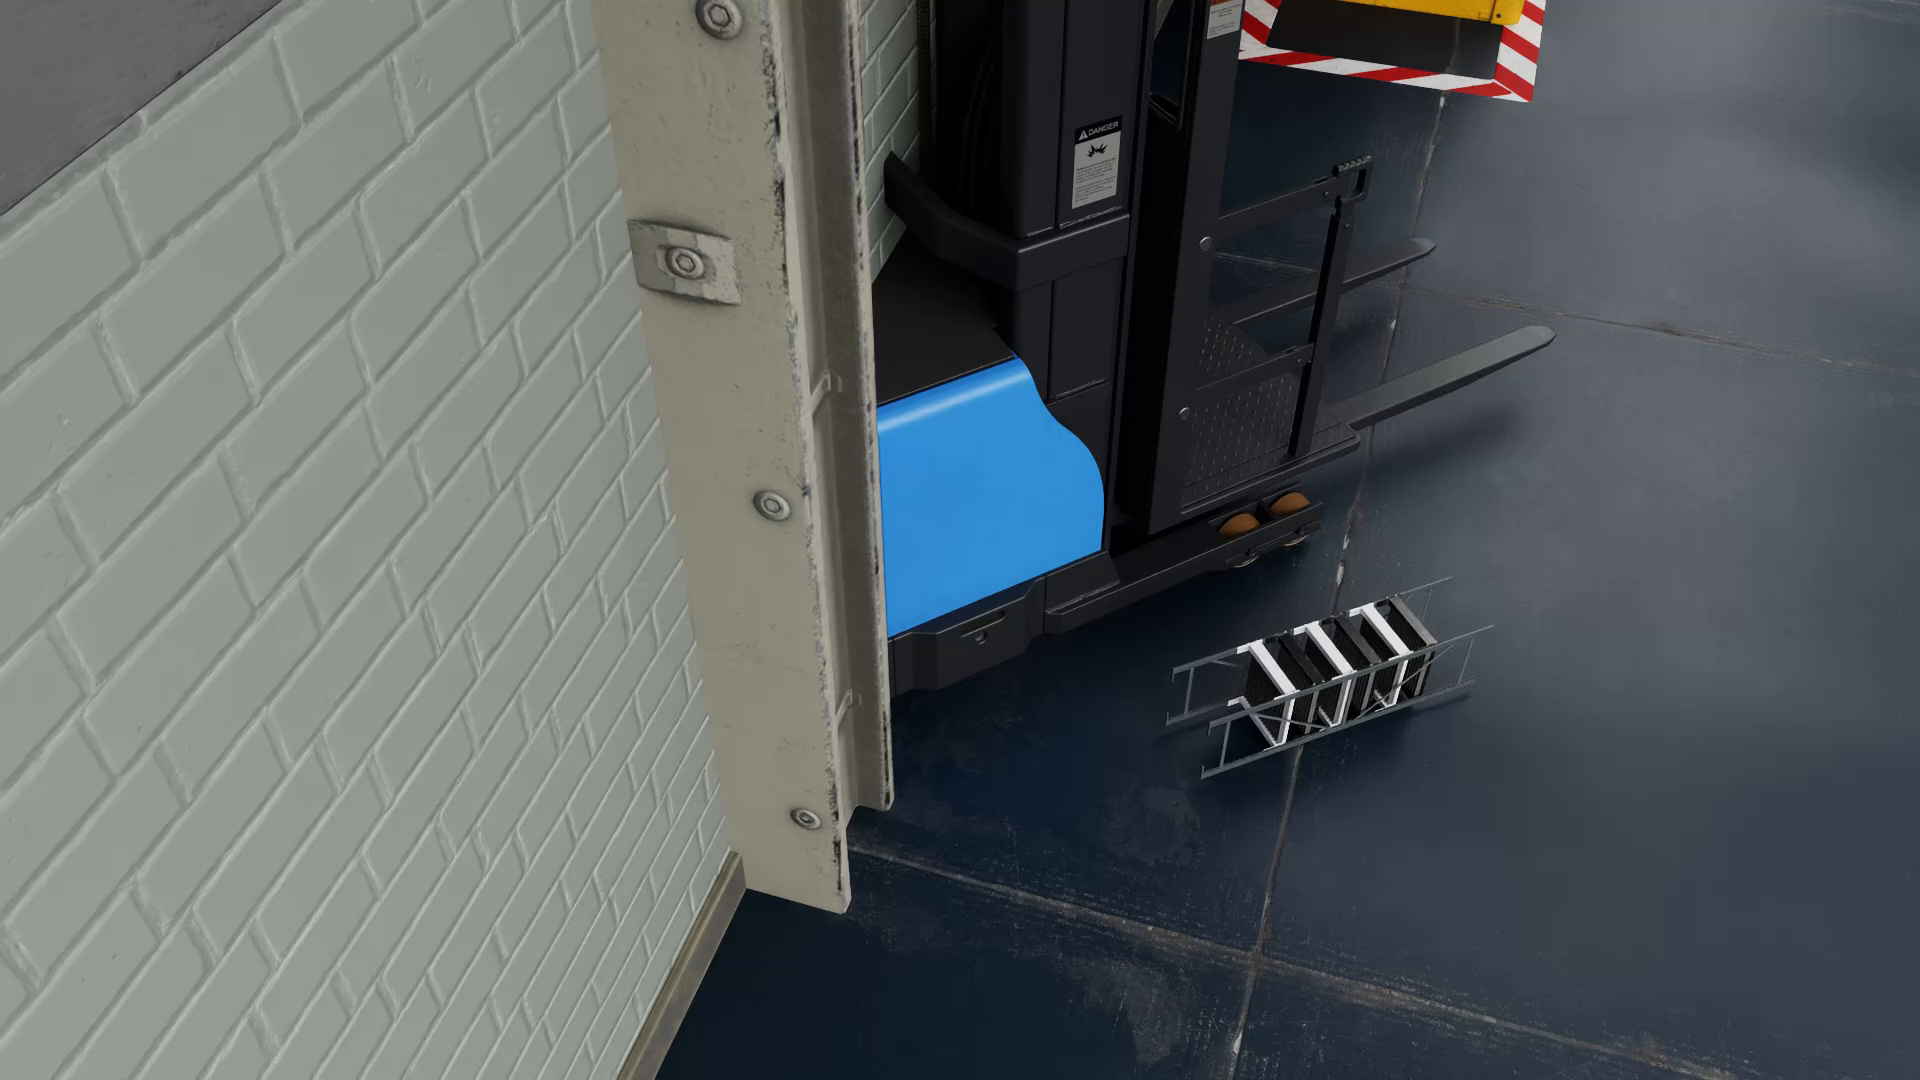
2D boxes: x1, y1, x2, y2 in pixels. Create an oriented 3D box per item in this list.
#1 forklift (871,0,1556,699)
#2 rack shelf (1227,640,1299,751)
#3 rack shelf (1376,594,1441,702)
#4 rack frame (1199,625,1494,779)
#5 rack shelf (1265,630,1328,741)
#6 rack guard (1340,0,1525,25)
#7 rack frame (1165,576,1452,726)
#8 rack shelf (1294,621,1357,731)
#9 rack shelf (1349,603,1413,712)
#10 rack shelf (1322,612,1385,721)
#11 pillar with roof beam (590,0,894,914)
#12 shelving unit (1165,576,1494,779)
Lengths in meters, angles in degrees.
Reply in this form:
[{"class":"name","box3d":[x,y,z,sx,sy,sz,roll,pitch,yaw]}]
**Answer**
[{"class":"forklift","box3d":[0.546,-1.264,4.447,3.031,2.935,1.130,-22,48,-21]},{"class":"rack shelf","box3d":[0.835,0.437,4.593,0.077,0.258,0.200,-16,47,-16]},{"class":"rack shelf","box3d":[1.249,0.315,4.718,0.077,0.258,0.200,-16,47,-16]},{"class":"rack frame","box3d":[1.071,0.445,4.585,0.900,0.240,0.006,-16,47,-16]},{"class":"rack shelf","box3d":[0.918,0.412,4.618,0.077,0.258,0.200,-16,47,-16]},{"class":"rack guard","box3d":[2.069,-2.783,7.736,1.175,0.500,0.348,13,46,13]},{"class":"rack frame","box3d":[0.992,0.313,4.719,0.900,0.240,0.006,-16,47,-16]},{"class":"rack shelf","box3d":[1.001,0.388,4.643,0.077,0.258,0.200,-16,47,-16]},{"class":"rack shelf","box3d":[1.166,0.339,4.693,0.077,0.258,0.200,-16,47,-16]},{"class":"rack shelf","box3d":[1.083,0.364,4.668,0.077,0.258,0.200,-16,47,-16]},{"class":"pillar with roof beam","box3d":[3.719,-1.508,0.357,9.100,9.000,0.400,13,46,13]},{"class":"shelving unit","box3d":[1.031,0.379,4.652,0.900,0.258,0.210,-16,47,-16]}]
